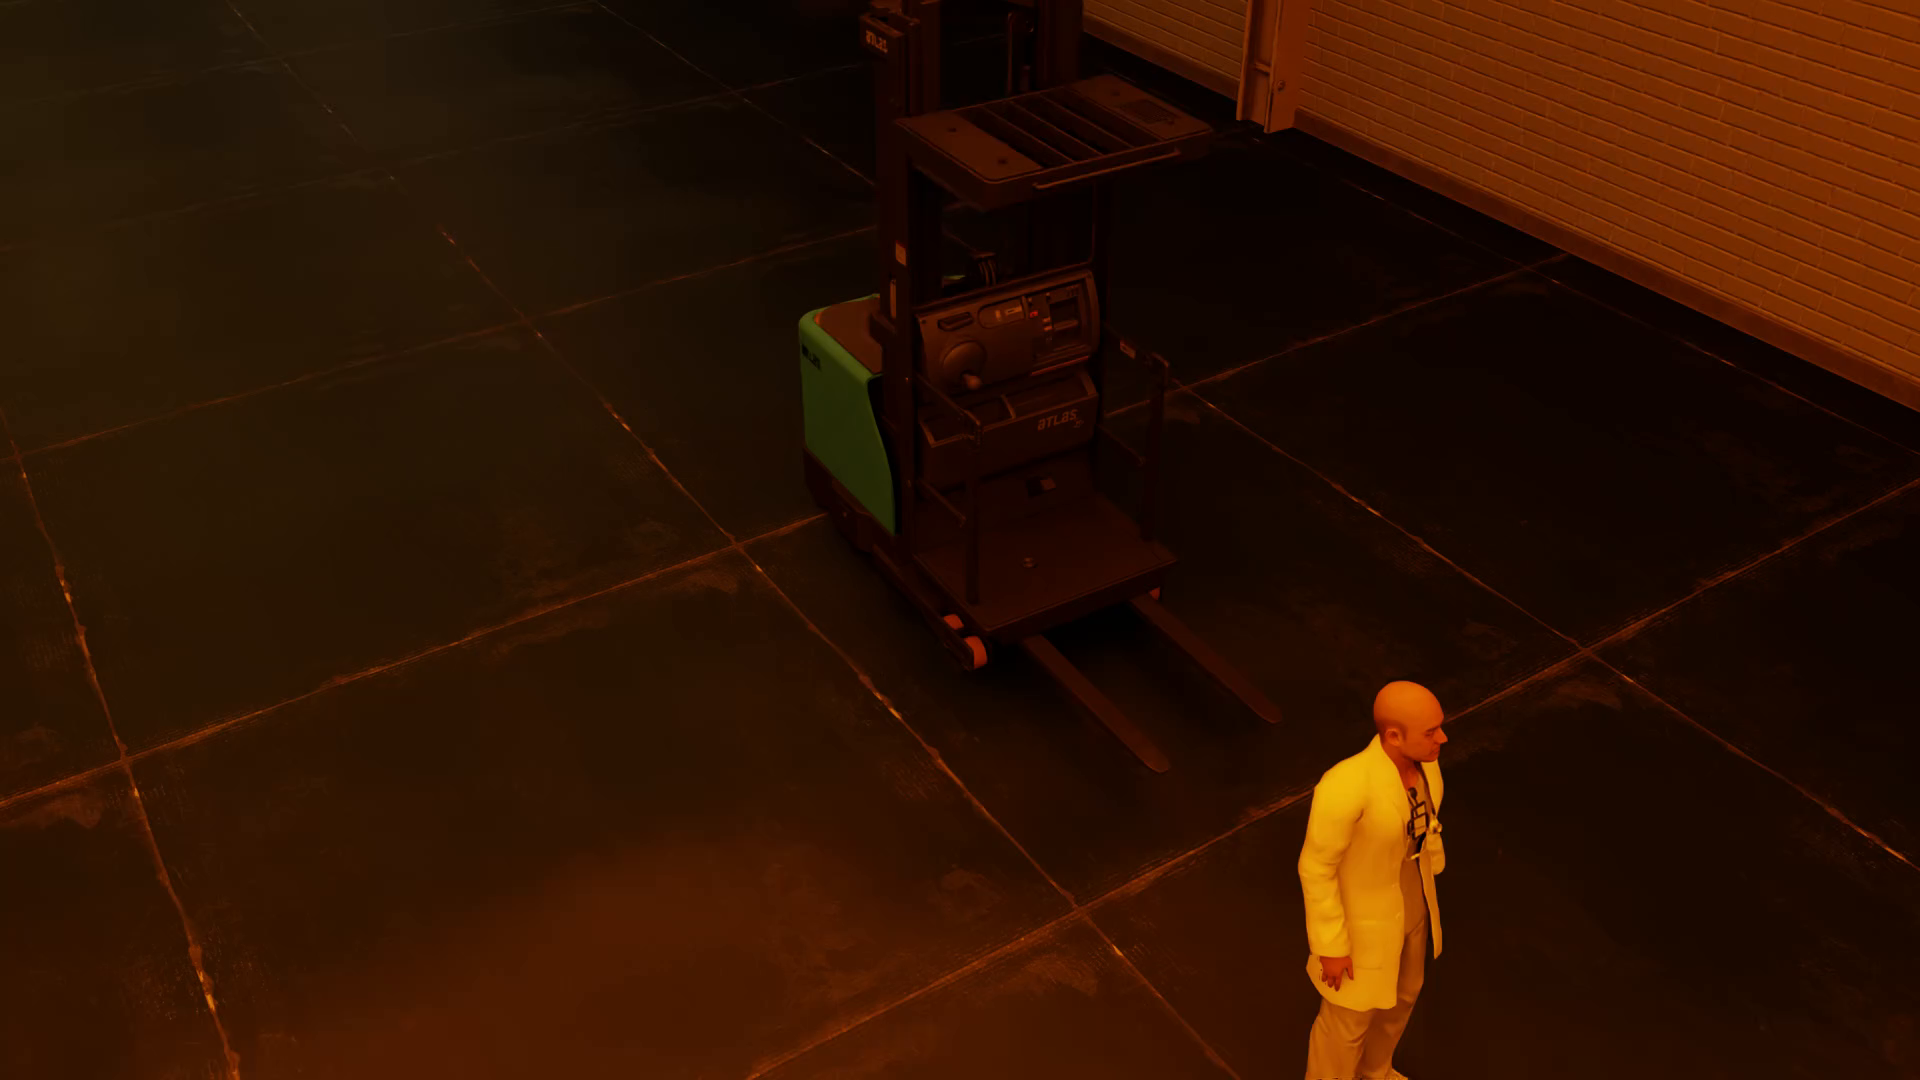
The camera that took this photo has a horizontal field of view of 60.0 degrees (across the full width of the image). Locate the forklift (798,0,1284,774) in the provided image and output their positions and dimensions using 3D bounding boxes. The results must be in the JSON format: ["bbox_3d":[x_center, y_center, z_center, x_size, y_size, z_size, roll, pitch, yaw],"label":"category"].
[{"bbox_3d":[0.343,-0.890,7.414,1.130,2.935,3.031,-19,39,-25],"label":"forklift"}]

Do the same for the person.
[{"bbox_3d":[1.409,1.241,5.381,0.687,1.784,0.536,-29,44,-34],"label":"person"}]
